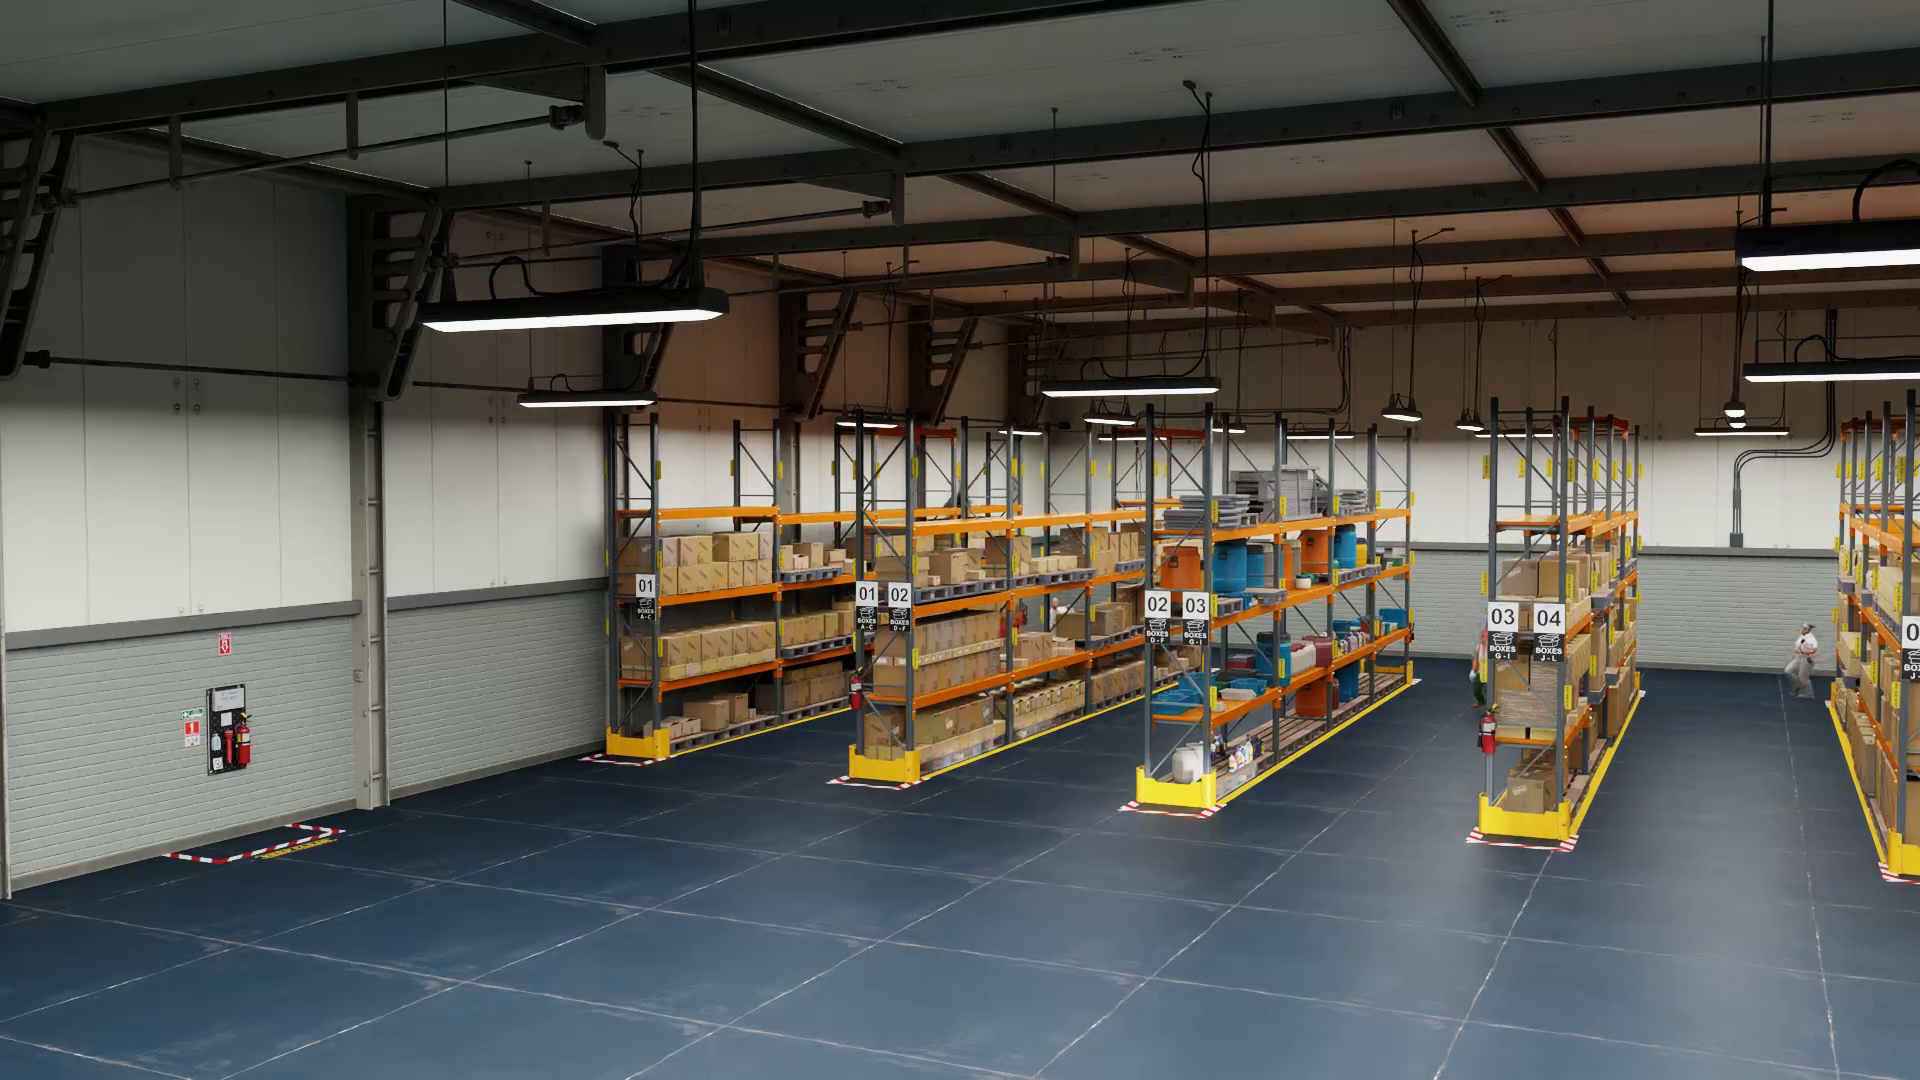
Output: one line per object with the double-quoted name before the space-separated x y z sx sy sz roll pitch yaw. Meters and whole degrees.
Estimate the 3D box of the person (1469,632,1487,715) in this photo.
"person" 10.802 2.712 34.047 0.810 1.709 0.703 2 3 41

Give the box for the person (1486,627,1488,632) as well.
"person" 13.187 2.523 41.141 0.571 1.501 1.012 -1 3 -16

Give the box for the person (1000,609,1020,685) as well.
"person" 1.039 2.499 39.038 0.652 1.791 0.883 1 3 23

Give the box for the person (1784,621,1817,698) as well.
"person" 18.389 2.618 36.216 0.635 1.703 0.681 0 2 -5

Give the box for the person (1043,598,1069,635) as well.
"person" 2.451 2.357 42.153 0.684 1.777 0.715 1 3 19
